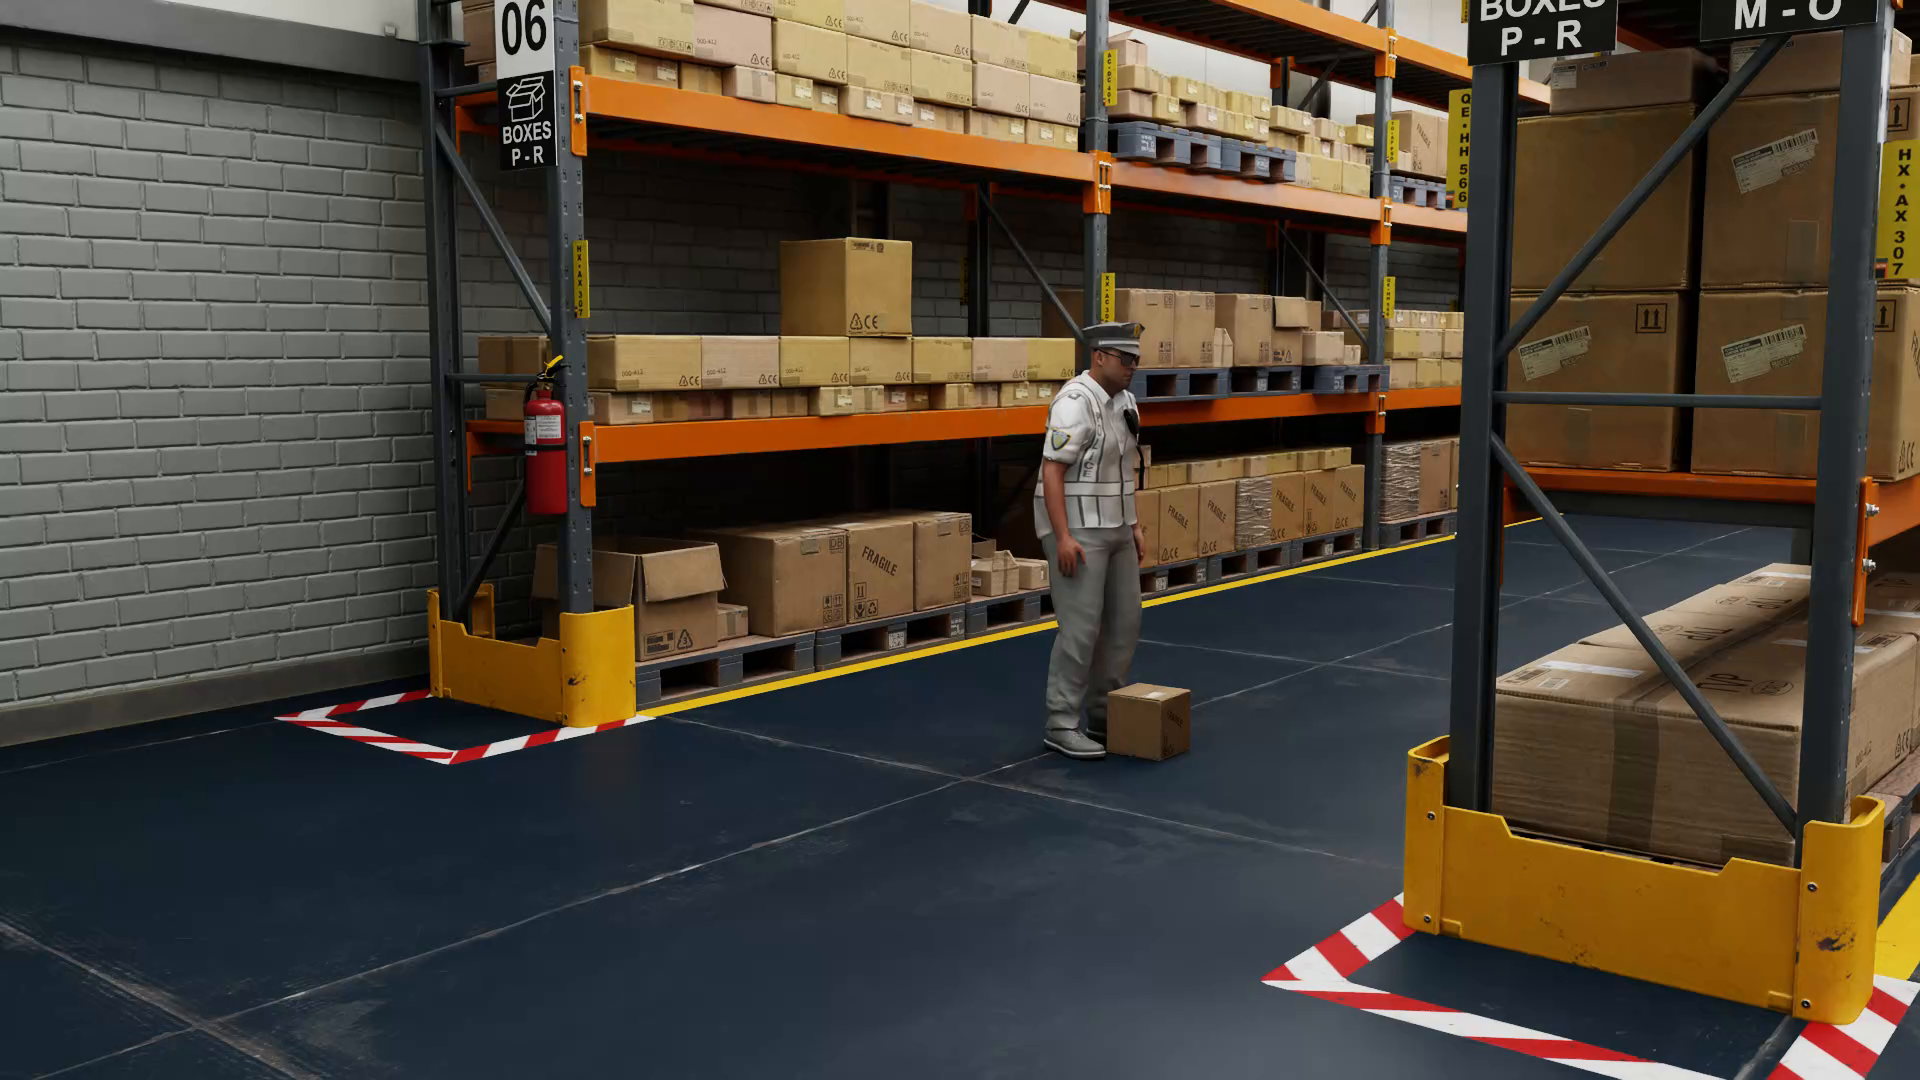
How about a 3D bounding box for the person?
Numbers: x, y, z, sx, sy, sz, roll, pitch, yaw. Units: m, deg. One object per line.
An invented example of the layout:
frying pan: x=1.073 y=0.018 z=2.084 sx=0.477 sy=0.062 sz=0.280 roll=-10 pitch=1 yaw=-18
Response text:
person: x=0.560 y=-0.020 z=6.868 sx=0.467 sy=1.748 sz=0.587 roll=5 pitch=8 yaw=39
